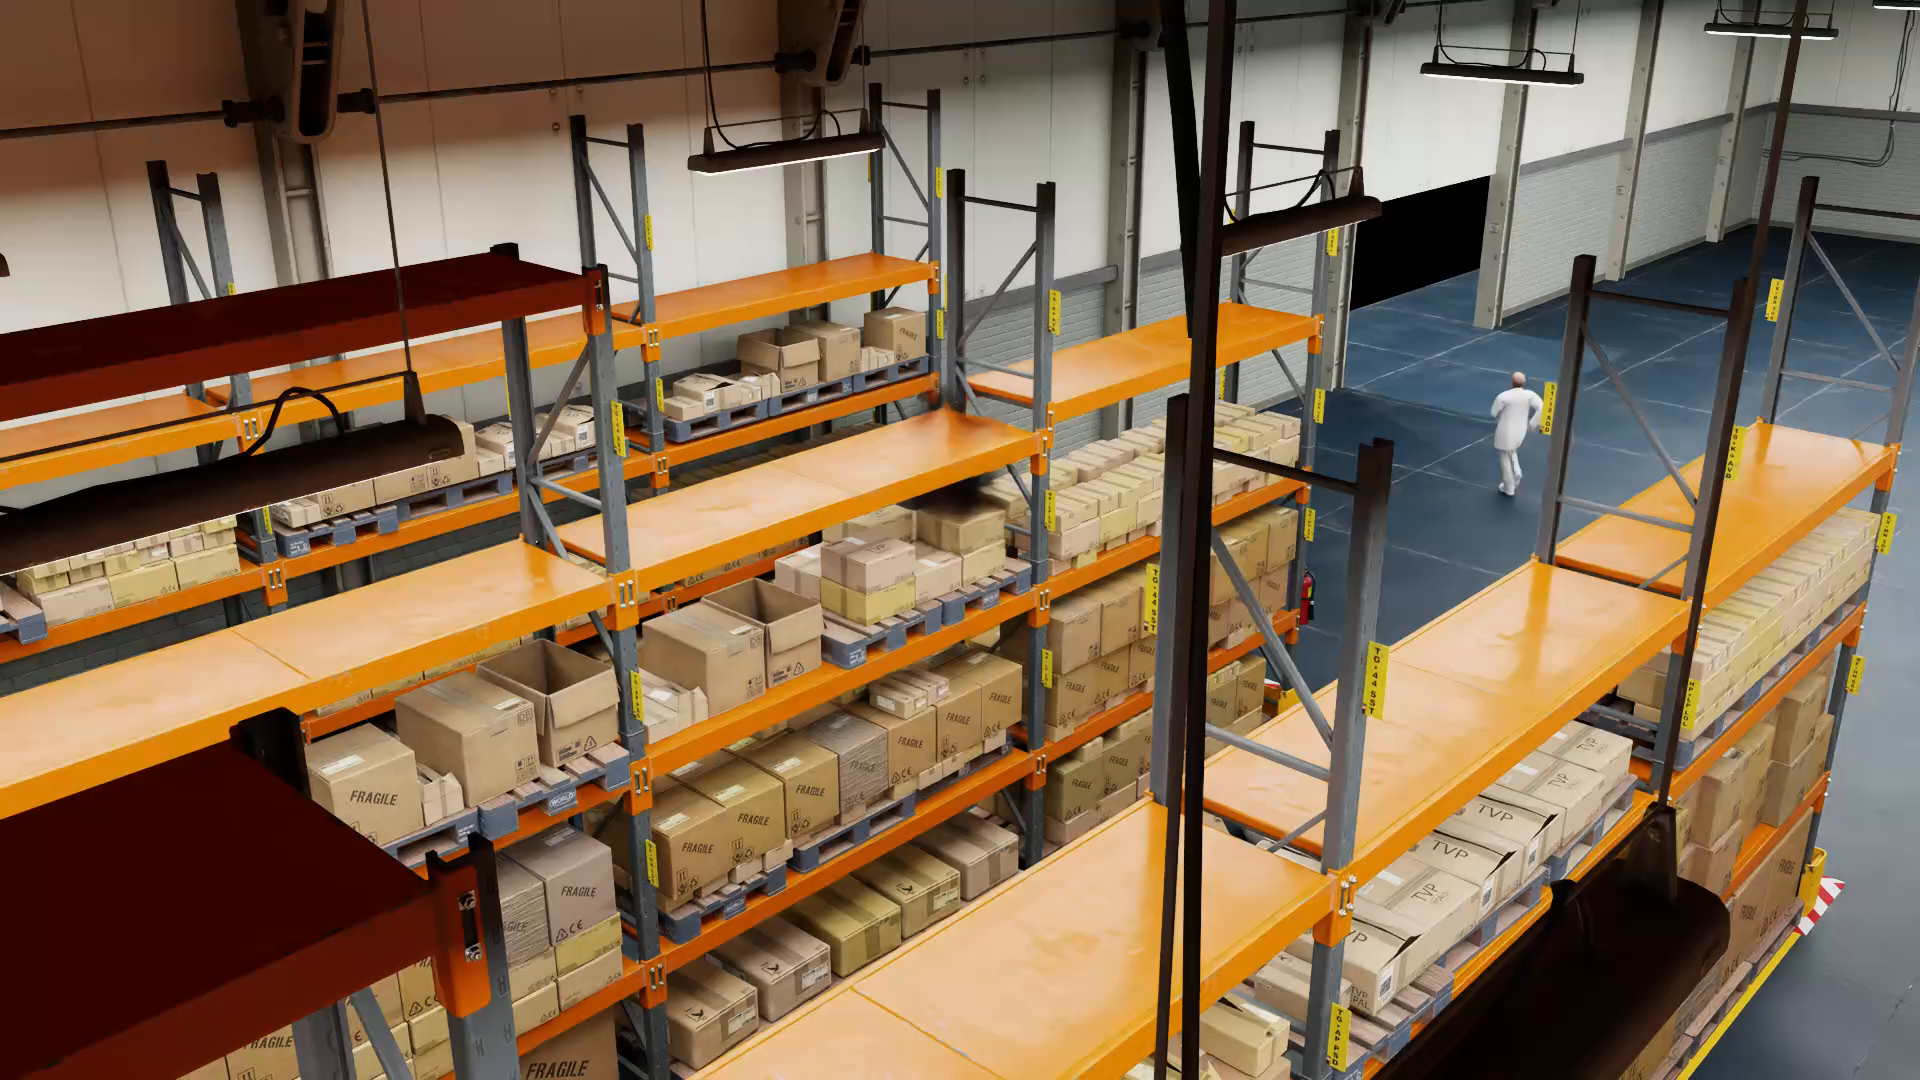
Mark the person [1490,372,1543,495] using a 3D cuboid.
[{"bbox_3d":[7.811,-1.546,23.560,0.685,1.747,0.712,-2,21,-6],"label":"person"}]
